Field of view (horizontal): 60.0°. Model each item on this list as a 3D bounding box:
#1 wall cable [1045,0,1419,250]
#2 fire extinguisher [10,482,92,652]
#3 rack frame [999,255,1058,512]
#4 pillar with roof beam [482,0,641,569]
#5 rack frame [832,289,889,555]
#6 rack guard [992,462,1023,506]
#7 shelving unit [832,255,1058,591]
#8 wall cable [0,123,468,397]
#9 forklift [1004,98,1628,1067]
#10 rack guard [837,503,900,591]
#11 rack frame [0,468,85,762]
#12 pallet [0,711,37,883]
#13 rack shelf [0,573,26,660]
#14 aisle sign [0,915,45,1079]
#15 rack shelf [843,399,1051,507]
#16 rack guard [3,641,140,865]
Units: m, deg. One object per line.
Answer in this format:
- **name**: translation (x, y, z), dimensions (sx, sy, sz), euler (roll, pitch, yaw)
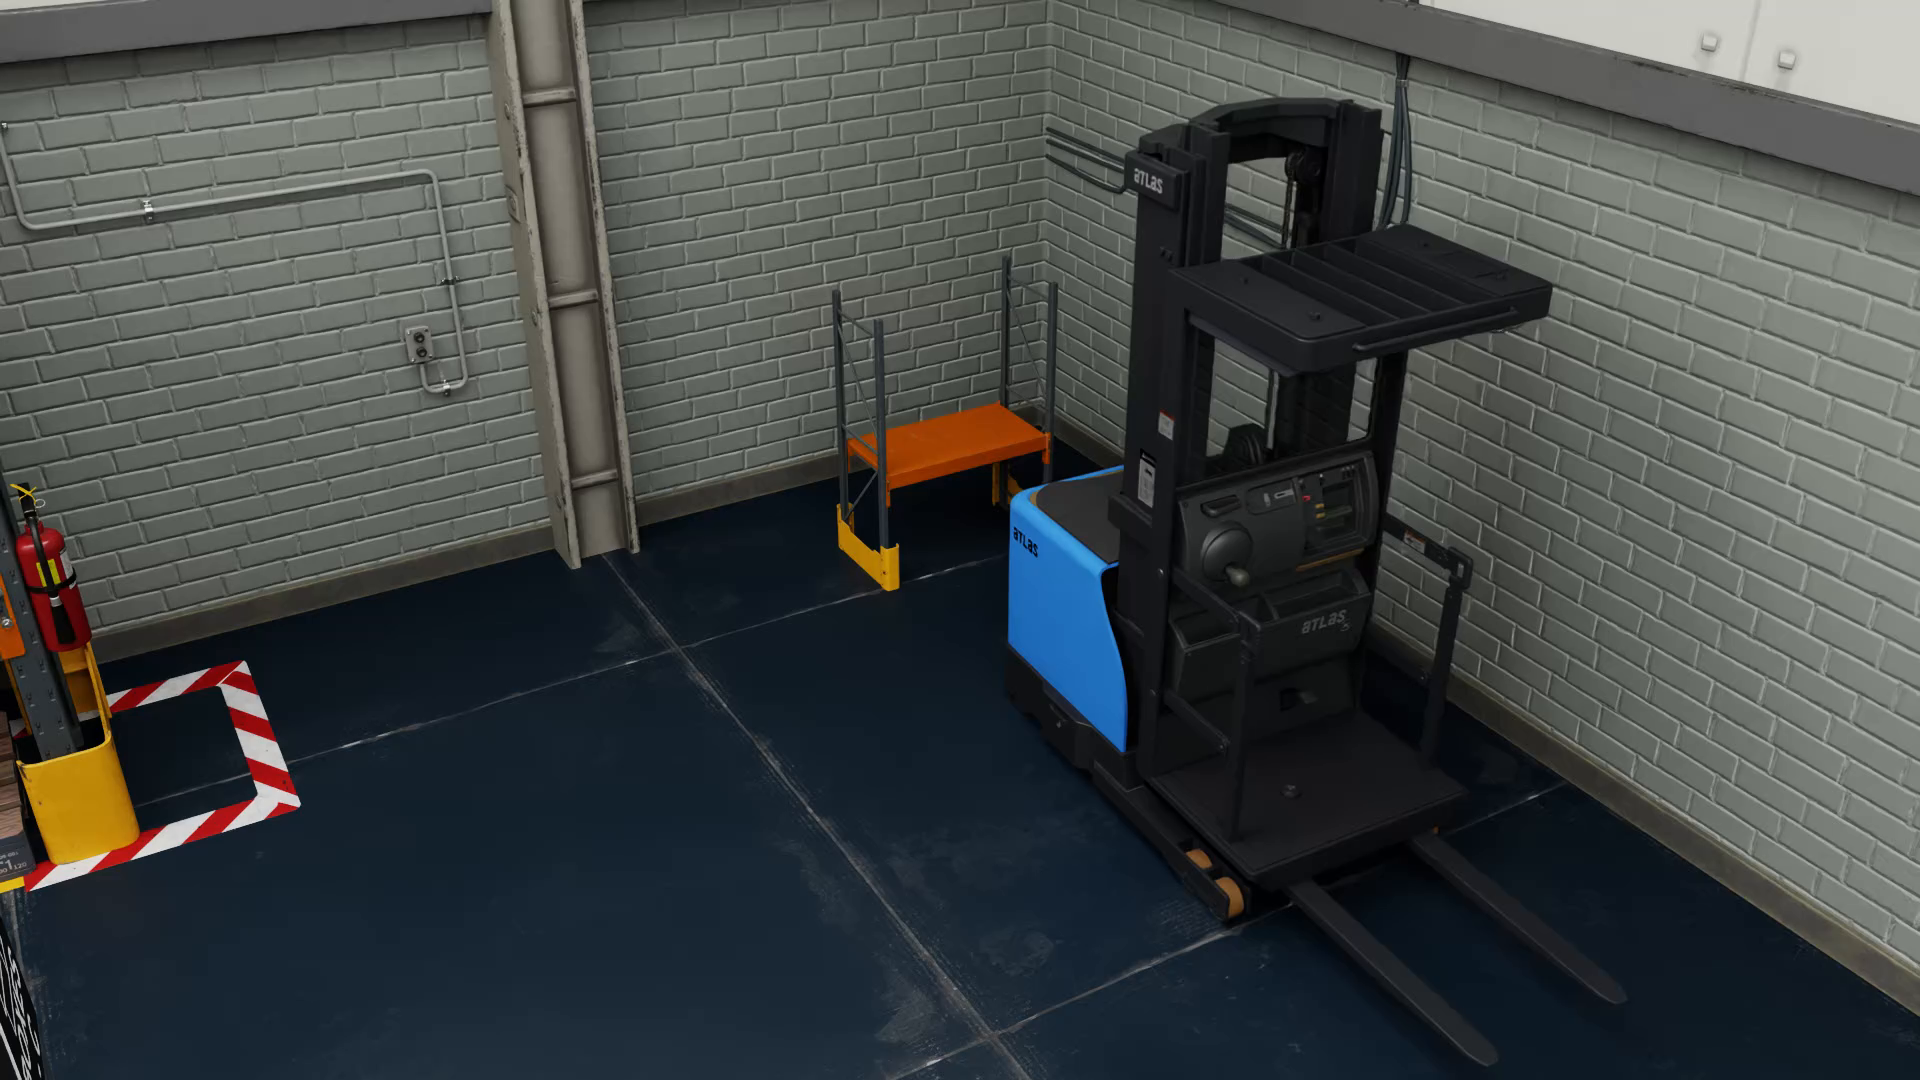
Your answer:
- **wall cable**: translation (1.168, -2.748, 8.130), dimensions (0.112, 2.526, 3.097), euler (-16, 33, -26)
- **fire extinguisher**: translation (-3.526, 0.107, 6.418), dimensions (0.183, 0.674, 0.296), euler (-16, 33, -26)
- **rack frame**: translation (0.365, -0.760, 9.075), dimensions (0.032, 1.500, 0.500), euler (-16, 33, -26)
- **pillar with roof beam**: translation (0.181, -2.100, 3.742), dimensions (0.400, 9.000, 9.100), euler (-16, 33, -26)
- **rack frame**: translation (-0.512, -0.511, 8.624), dimensions (0.032, 1.500, 0.500), euler (-16, 33, -26)
- **rack guard**: translation (0.364, -0.213, 9.377), dimensions (0.087, 0.250, 0.587), euler (-16, 33, -26)
- **shelving unit**: translation (-0.066, -0.638, 8.854), dimensions (1.083, 1.500, 0.587), euler (-16, 33, -26)
- **wall cable**: translation (-3.265, -1.398, 7.627), dimensions (1.851, 1.984, 0.084), euler (-16, 33, -26)
- **forklift**: translation (1.347, -0.039, 6.288), dimensions (1.130, 2.935, 3.031), euler (-15, 32, -24)
- **rack guard**: translation (-0.495, 0.031, 8.935), dimensions (0.087, 0.250, 0.587), euler (-16, 33, -26)
- **rack frame**: translation (-3.890, -0.246, 6.591), dimensions (0.127, 3.000, 1.000), euler (-16, 33, -26)
- **pallet**: translation (-4.539, 1.204, 6.851), dimensions (1.213, 0.211, 1.003), euler (-16, 33, -26)
- **rack shelf**: translation (-5.614, 0.559, 5.877), dimensions (4.000, 0.370, 1.077), euler (-16, 33, -26)
- **aisle sign**: translation (-1.467, 0.540, 2.477), dimensions (0.004, 0.787, 0.394), euler (-16, 33, -26)
- **rack shelf**: translation (-0.074, -0.478, 8.937), dimensions (1.000, 0.185, 0.538), euler (-16, 33, -26)
- **rack guard**: translation (-3.869, 0.843, 7.205), dimensions (0.348, 0.500, 1.175), euler (-16, 33, -26)
